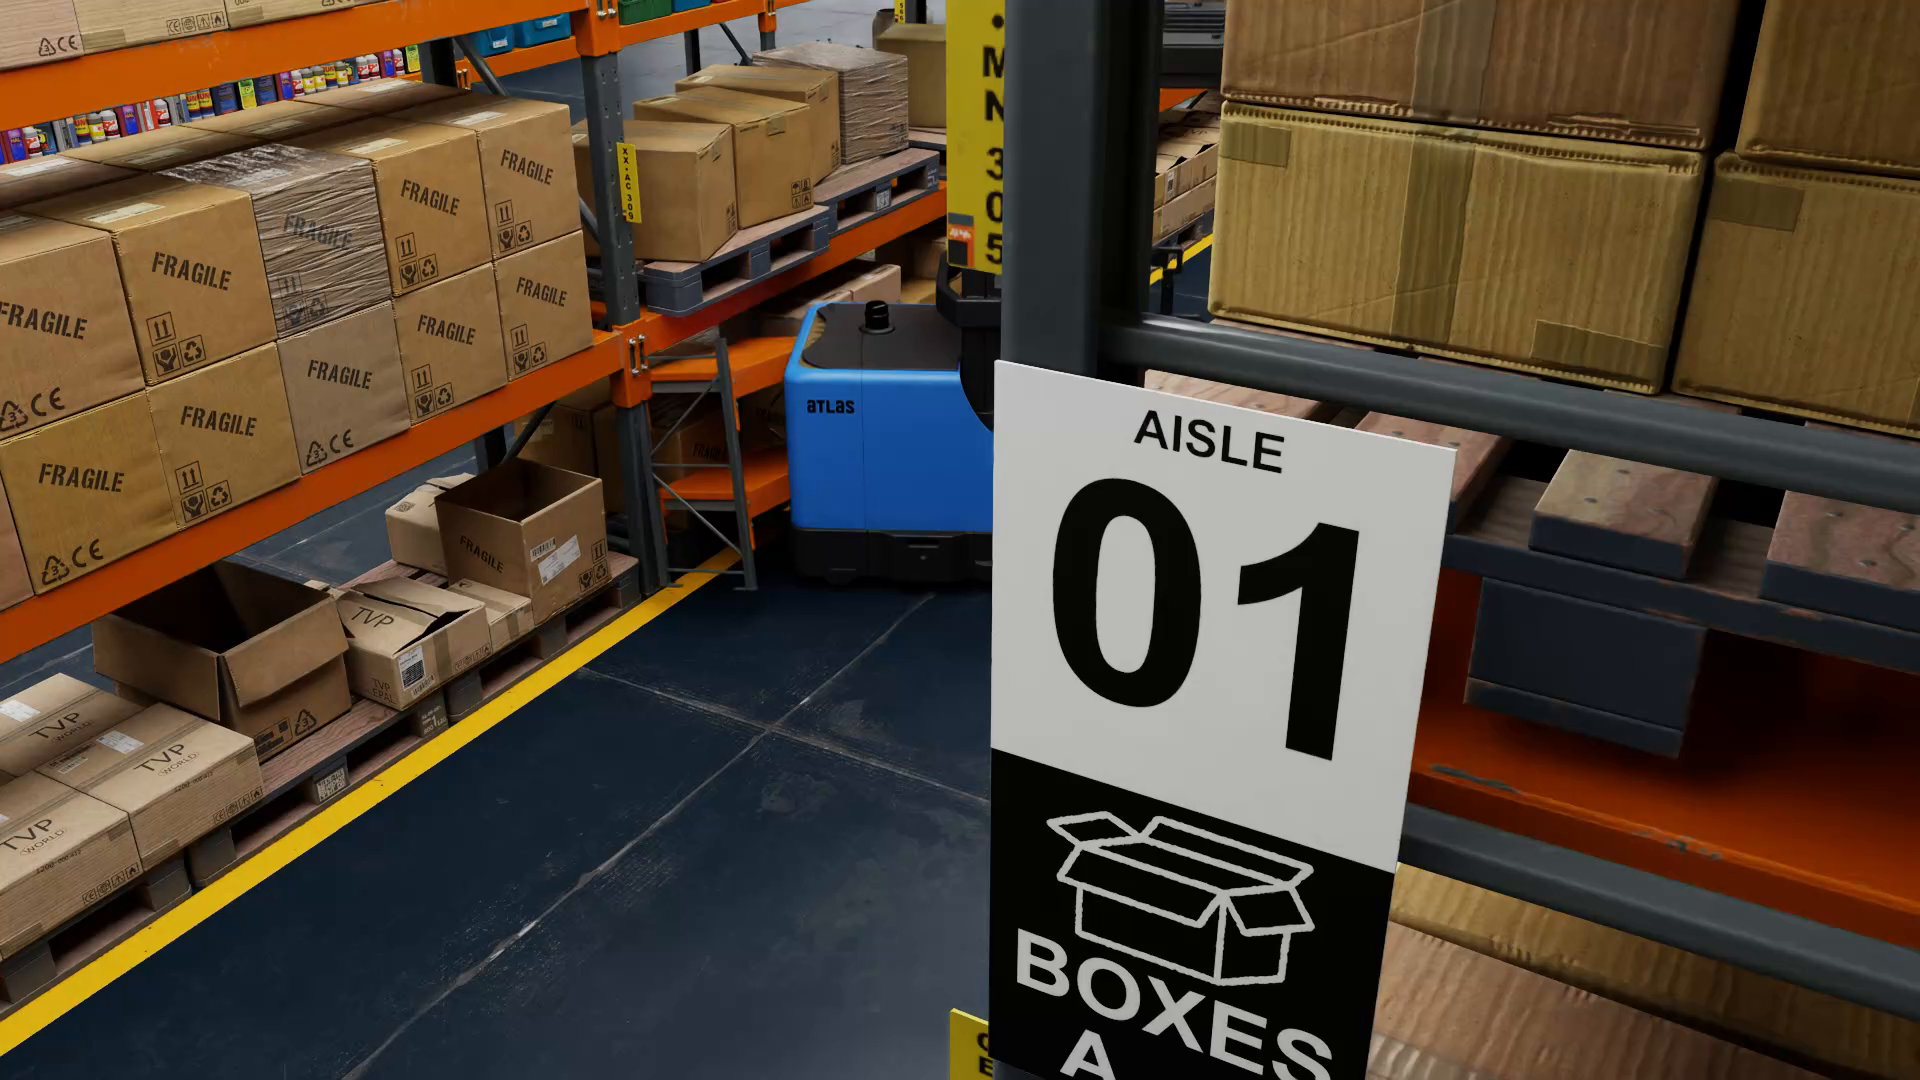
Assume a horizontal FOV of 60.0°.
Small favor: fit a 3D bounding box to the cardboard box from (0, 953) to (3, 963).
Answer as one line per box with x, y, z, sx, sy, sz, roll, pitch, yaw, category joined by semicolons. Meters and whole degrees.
-3.188;1.238;5.100;0.380;0.166;0.250;14;30;26;cardboard box

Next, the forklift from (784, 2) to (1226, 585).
0.730;-1.287;7.547;3.031;2.935;1.130;1;27;2;forklift

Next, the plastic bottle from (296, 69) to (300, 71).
-4.795;-3.470;12.054;0.097;0.201;0.097;0;27;0;plastic bottle

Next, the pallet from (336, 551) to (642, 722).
-2.187;0.308;7.399;1.003;0.211;1.213;14;30;26;pallet

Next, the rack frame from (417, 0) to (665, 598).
-1.848;-1.206;7.309;1.000;3.000;0.127;14;30;26;rack frame

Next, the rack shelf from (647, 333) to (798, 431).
-1.002;-0.746;7.709;0.538;0.278;1.000;2;16;25;rack shelf

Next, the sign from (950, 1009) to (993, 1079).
0.033;0.693;1.956;0.100;0.325;0.005;14;30;26;sign

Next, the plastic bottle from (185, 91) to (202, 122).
-4.949;-2.828;10.692;0.097;0.271;0.097;0;27;0;plastic bottle

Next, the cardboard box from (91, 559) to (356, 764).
-2.768;0.447;6.304;0.797;0.503;0.637;14;30;26;cardboard box

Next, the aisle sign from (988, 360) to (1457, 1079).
0.202;0.242;1.512;0.394;0.787;0.004;14;30;26;aisle sign

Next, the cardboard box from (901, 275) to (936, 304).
-0.391;-1.226;9.650;0.500;0.500;0.500;13;29;24;cardboard box

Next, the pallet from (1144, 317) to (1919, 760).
0.854;-0.151;1.949;1.003;0.211;1.213;14;30;26;pallet

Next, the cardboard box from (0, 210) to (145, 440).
-2.867;-0.653;4.975;0.500;0.500;0.500;15;30;27;cardboard box

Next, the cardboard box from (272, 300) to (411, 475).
-2.374;-0.598;5.981;0.500;0.500;0.500;15;30;27;cardboard box

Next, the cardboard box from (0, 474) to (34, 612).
-3.119;-0.009;4.806;0.500;0.500;0.500;14;30;26;cardboard box

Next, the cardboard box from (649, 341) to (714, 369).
-1.605;-0.731;8.661;0.500;0.500;0.500;14;30;26;cardboard box

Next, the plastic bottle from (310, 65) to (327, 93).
-4.445;-3.196;11.506;0.097;0.201;0.097;0;27;0;plastic bottle

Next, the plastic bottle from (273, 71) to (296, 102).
-4.581;-3.108;11.238;0.061;0.283;0.133;14;30;26;plastic bottle

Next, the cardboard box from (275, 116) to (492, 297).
-2.121;-1.244;6.155;0.500;0.500;0.500;14;30;25;cardboard box

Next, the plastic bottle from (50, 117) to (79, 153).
-5.420;-2.482;9.996;0.152;0.276;0.135;14;30;26;plastic bottle

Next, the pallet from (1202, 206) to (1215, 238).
1.759;-2.781;13.570;1.003;0.211;1.213;14;30;26;pallet

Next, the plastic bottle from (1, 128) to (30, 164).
-5.542;-2.347;9.718;0.061;0.283;0.133;14;30;26;plastic bottle

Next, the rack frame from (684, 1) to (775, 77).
-2.224;-5.416;15.719;1.000;3.000;0.127;14;30;26;rack frame

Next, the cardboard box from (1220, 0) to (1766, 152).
0.621;-0.745;1.786;0.500;0.500;0.500;14;30;26;cardboard box

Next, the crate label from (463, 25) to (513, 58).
-3.658;-3.864;12.805;0.303;0.233;0.416;14;30;26;crate label

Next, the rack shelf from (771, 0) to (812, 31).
-1.240;-5.874;17.437;1.077;0.370;4.000;14;30;26;rack shelf

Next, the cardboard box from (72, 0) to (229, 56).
-2.600;-1.649;5.010;0.500;0.250;0.500;14;30;26;cardboard box

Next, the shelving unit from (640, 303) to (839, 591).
-0.976;-0.464;7.784;0.538;1.125;1.048;2;16;25;shelving unit

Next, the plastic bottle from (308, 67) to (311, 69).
-4.814;-3.594;12.300;0.097;0.201;0.097;0;27;0;plastic bottle

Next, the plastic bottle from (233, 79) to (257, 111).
-4.738;-2.984;10.991;0.061;0.283;0.133;14;30;26;plastic bottle

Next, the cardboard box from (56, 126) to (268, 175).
-2.832;-1.175;6.017;0.500;0.500;0.500;13;30;25;cardboard box

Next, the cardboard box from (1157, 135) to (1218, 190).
1.639;-2.914;12.696;0.500;0.311;0.500;14;30;26;cardboard box

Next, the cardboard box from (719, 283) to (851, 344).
-0.906;-1.145;8.650;0.500;0.250;0.500;14;30;26;cardboard box

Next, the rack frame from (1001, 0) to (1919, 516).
0.499;-1.241;0.675;1.000;3.000;0.127;14;30;26;rack frame

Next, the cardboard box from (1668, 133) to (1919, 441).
1.071;-0.295;1.724;0.500;0.250;0.500;16;31;29;cardboard box

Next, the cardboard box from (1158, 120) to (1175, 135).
1.416;-3.233;13.333;0.500;0.311;0.500;14;30;26;cardboard box

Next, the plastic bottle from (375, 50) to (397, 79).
-4.132;-3.464;11.949;0.061;0.283;0.133;14;30;26;plastic bottle

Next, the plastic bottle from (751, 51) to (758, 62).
-2.063;-4.818;16.991;0.144;0.351;0.185;13;29;24;plastic bottle

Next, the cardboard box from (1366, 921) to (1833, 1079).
0.741;1.107;2.353;0.980;0.700;0.700;16;31;28;cardboard box

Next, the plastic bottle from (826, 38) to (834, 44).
-1.419;-5.314;18.071;0.097;0.271;0.097;0;27;0;plastic bottle

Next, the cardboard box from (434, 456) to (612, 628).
-1.882;-0.001;7.201;0.500;0.500;0.500;14;30;26;cardboard box

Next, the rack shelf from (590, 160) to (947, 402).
-0.864;-1.664;9.027;1.077;0.370;4.000;14;30;26;rack shelf

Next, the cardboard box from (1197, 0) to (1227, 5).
2.300;-4.543;13.863;0.700;0.500;0.500;13;30;25;cardboard box

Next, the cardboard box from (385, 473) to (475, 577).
-2.243;-0.085;7.580;0.500;0.311;0.500;14;30;26;cardboard box

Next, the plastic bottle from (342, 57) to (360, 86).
-4.301;-3.341;11.718;0.097;0.271;0.097;0;27;0;plastic bottle

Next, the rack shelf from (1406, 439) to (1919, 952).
1.482;-0.357;3.065;1.077;0.370;4.000;14;30;26;rack shelf

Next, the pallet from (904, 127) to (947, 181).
-0.153;-2.400;9.907;1.213;0.211;1.003;14;30;26;pallet

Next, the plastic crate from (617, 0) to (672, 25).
-2.835;-4.581;14.286;0.450;0.188;0.662;14;30;26;plastic crate

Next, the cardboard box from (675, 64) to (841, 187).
-1.033;-2.141;8.595;0.700;0.500;0.500;7;27;13;cardboard box

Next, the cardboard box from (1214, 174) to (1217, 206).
1.885;-2.860;13.215;0.500;0.250;0.500;14;30;25;cardboard box

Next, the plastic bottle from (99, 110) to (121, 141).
-5.243;-2.564;10.242;0.097;0.201;0.097;0;27;0;plastic bottle

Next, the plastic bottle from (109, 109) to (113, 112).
-5.277;-2.734;10.499;0.152;0.276;0.135;14;30;26;plastic bottle

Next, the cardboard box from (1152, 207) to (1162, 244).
1.130;-2.263;12.022;0.500;0.250;0.500;13;30;25;cardboard box
